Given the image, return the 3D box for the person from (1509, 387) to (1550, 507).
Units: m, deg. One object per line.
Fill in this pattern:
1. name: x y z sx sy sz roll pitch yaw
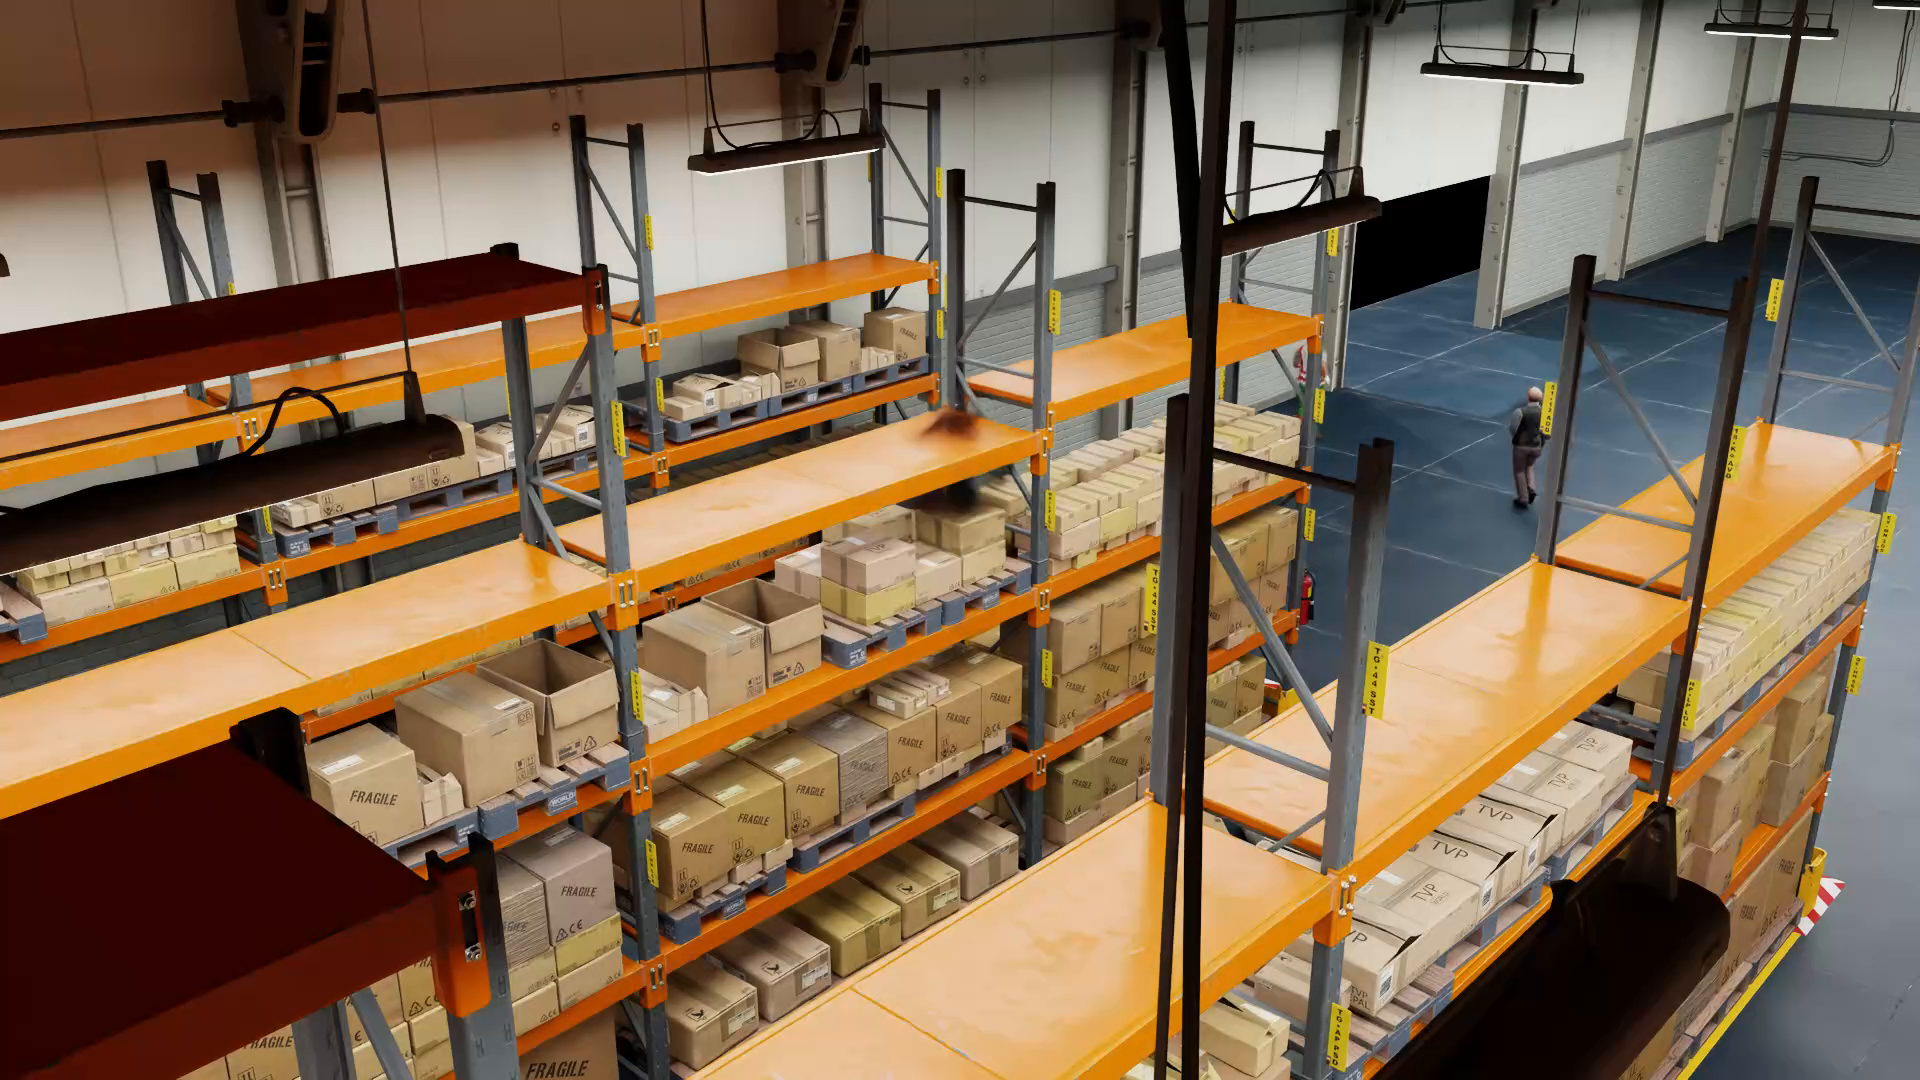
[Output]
1. person: 7.872 -1.312 23.072 0.642 1.706 0.535 -1 21 -3

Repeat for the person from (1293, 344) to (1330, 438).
1. person: 5.409 -2.380 25.660 0.640 1.824 0.814 14 25 32
